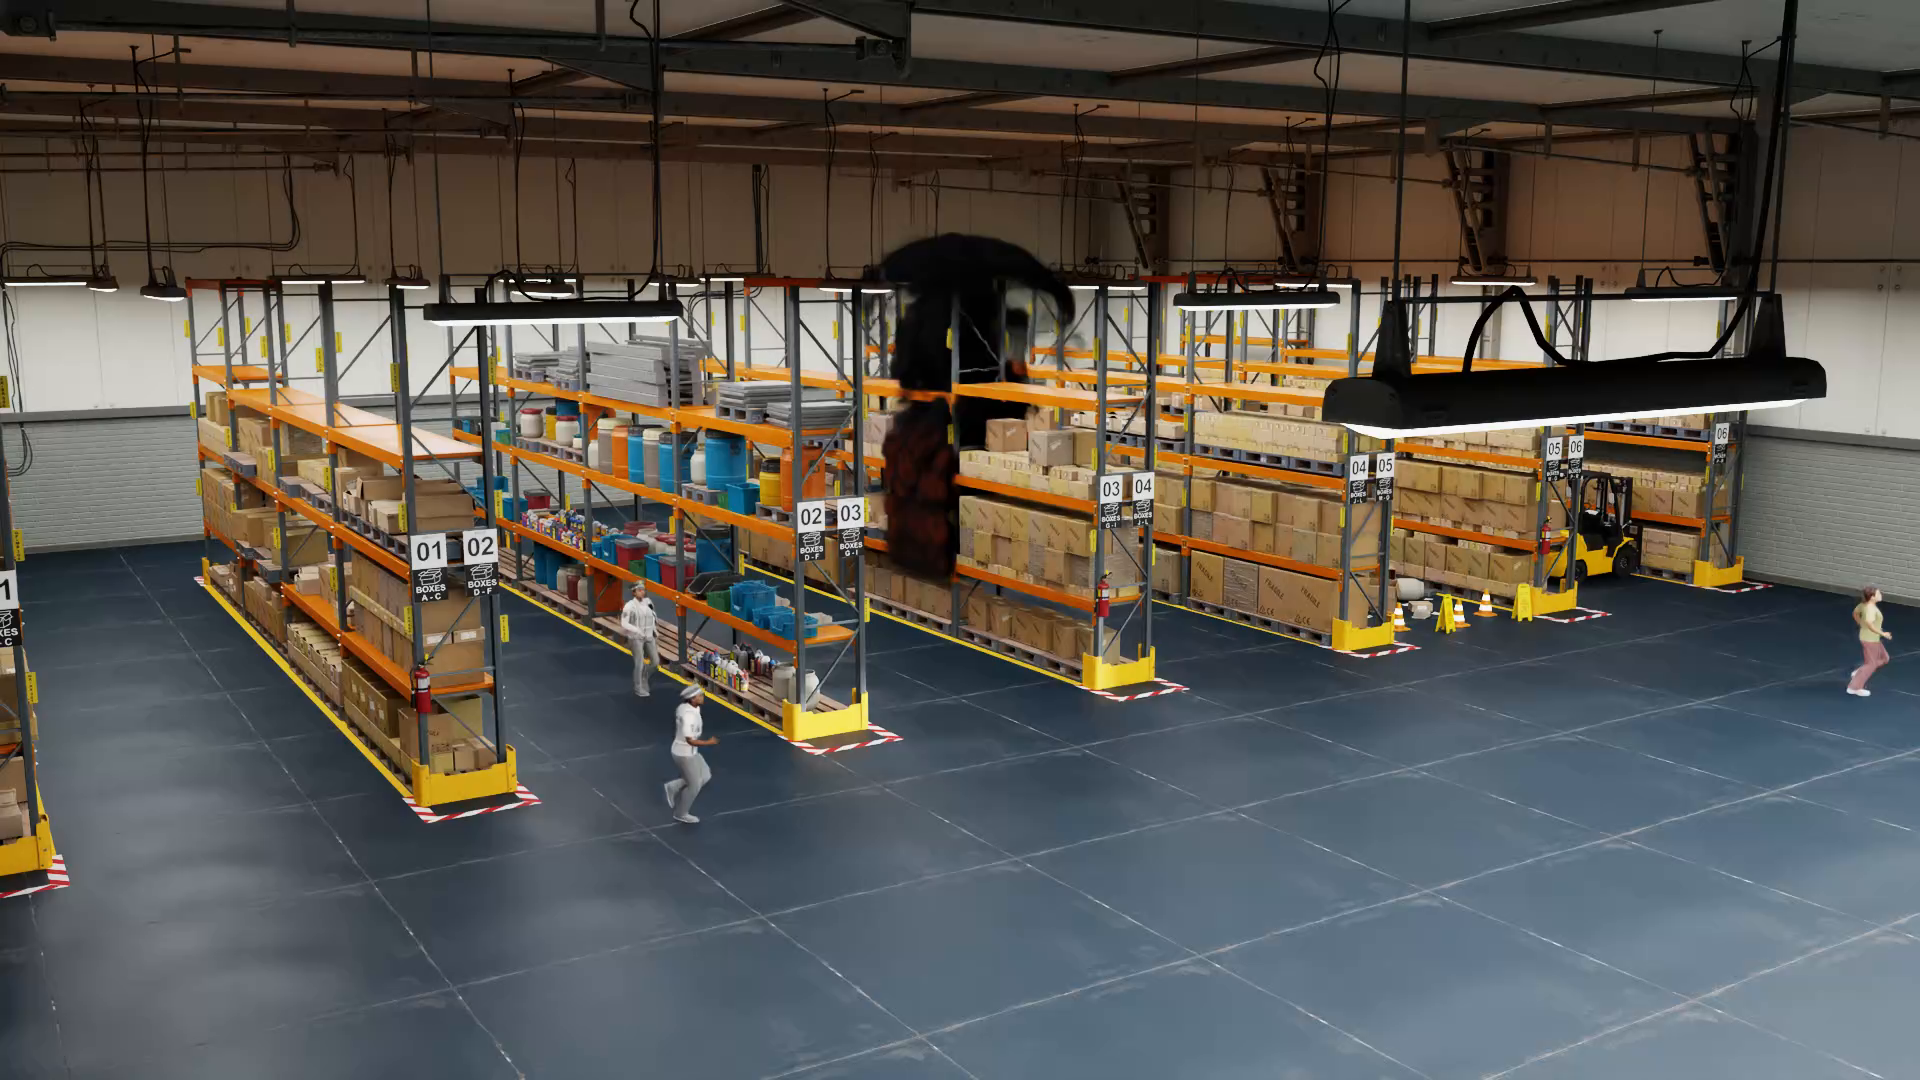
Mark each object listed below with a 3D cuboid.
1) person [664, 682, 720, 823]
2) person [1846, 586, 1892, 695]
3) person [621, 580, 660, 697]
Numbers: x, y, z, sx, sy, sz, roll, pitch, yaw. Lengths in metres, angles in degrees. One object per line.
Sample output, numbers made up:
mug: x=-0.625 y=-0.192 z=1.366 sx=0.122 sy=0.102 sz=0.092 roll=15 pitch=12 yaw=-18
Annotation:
person: x=-3.033 y=2.406 z=18.857 sx=0.613 sy=1.648 sz=0.616 roll=-1 pitch=10 yaw=-8
person: x=13.356 y=1.472 z=24.364 sx=0.537 sy=1.628 sz=0.590 roll=3 pitch=10 yaw=18
person: x=-4.386 y=1.375 z=23.094 sx=0.589 sy=1.680 sz=0.516 roll=-8 pitch=12 yaw=-39
